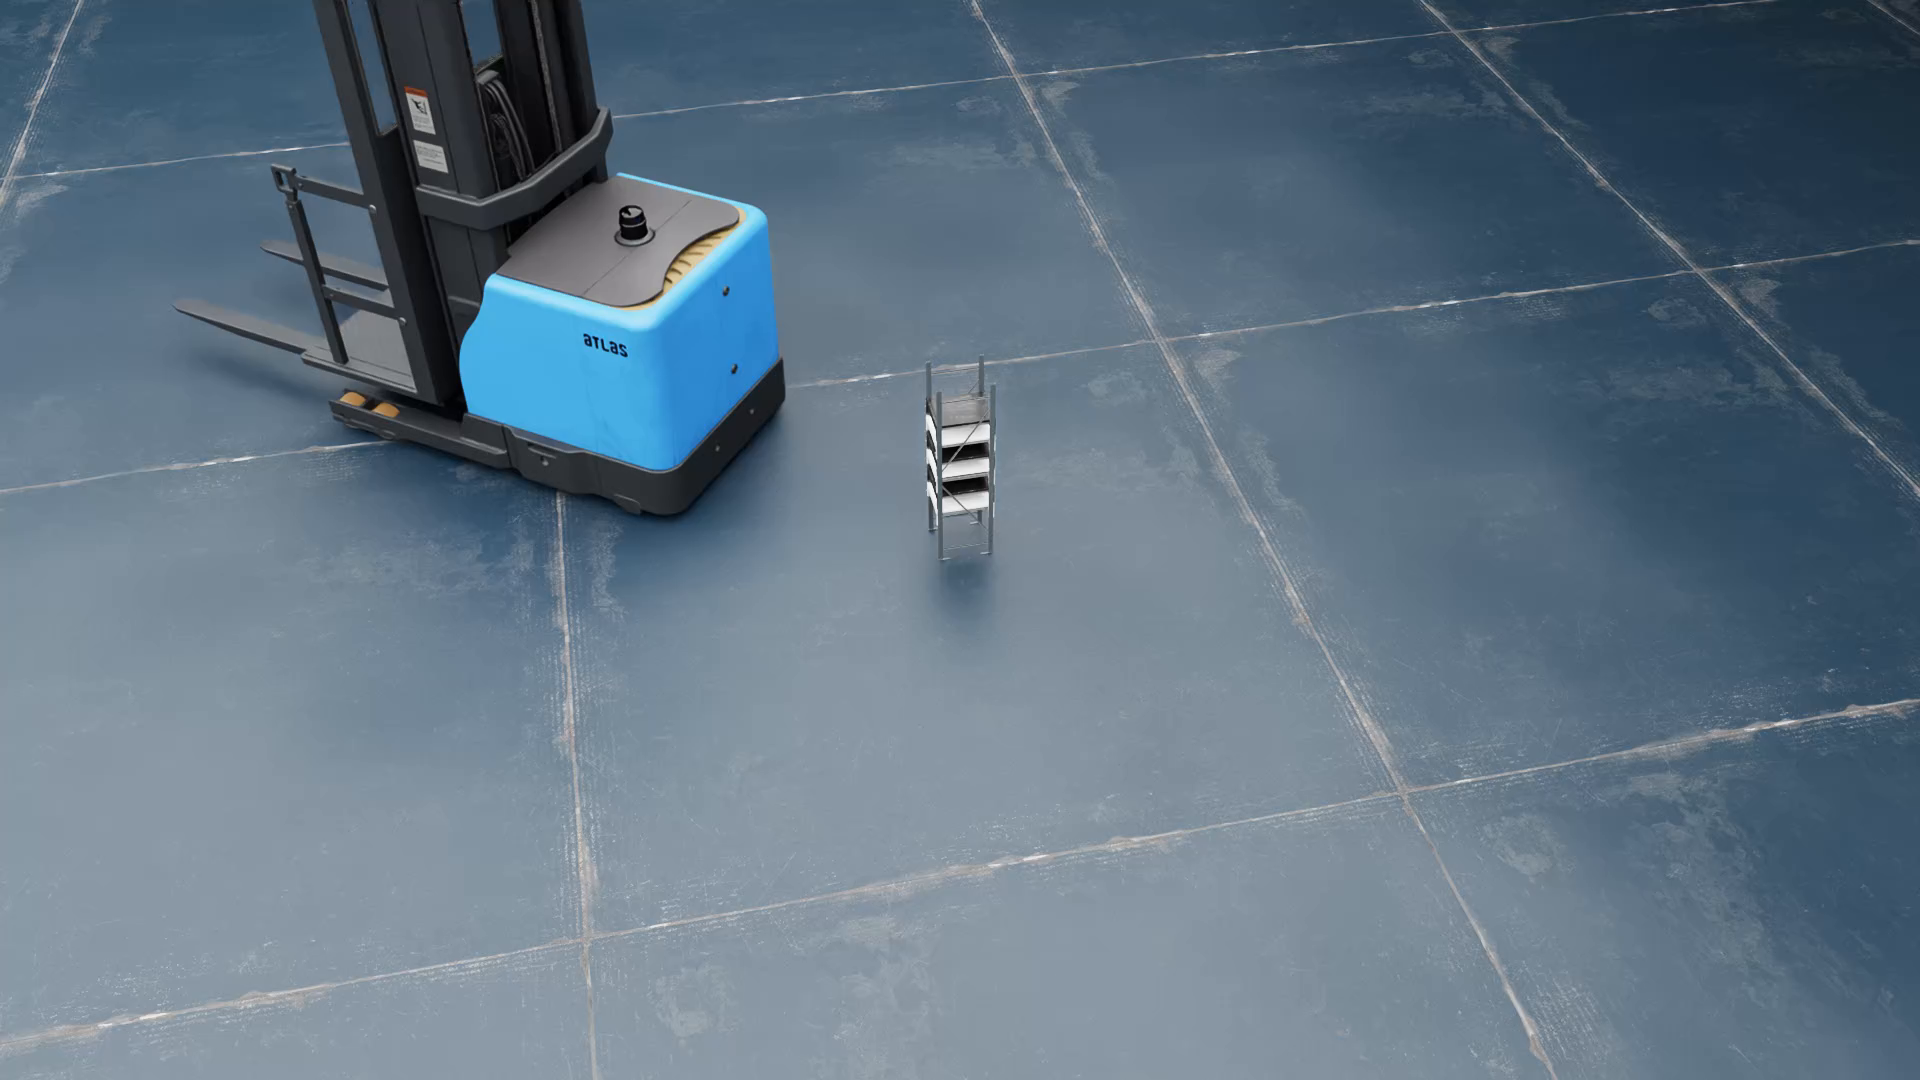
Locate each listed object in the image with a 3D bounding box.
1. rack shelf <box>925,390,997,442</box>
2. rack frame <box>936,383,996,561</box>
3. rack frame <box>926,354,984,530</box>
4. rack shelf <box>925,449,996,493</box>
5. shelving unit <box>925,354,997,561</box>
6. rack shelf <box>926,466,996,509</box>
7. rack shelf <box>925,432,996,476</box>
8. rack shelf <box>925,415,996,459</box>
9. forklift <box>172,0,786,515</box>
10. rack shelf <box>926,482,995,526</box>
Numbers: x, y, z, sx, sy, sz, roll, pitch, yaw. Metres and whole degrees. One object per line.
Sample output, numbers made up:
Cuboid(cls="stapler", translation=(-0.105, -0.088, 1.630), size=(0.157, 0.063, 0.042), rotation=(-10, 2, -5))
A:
Cuboid(cls="rack shelf", translation=(0.002, -0.508, 6.788), size=(0.258, 0.077, 0.200), rotation=(-8, 42, -9))
Cuboid(cls="rack frame", translation=(0.024, -0.265, 6.871), size=(0.240, 0.900, 0.006), rotation=(-8, 42, -9))
Cuboid(cls="rack frame", translation=(-0.020, -0.397, 7.020), size=(0.240, 0.900, 0.006), rotation=(-8, 42, -9))
Cuboid(cls="rack shelf", translation=(0.002, -0.306, 6.967), size=(0.258, 0.077, 0.200), rotation=(-8, 42, -9))
Cuboid(cls="shelving unit", translation=(0.002, -0.331, 6.945), size=(0.258, 0.900, 0.210), rotation=(-8, 42, -9))
Cuboid(cls="rack shelf", translation=(0.002, -0.239, 7.027), size=(0.258, 0.077, 0.200), rotation=(-8, 42, -9))
Cuboid(cls="rack shelf", translation=(0.002, -0.374, 6.908), size=(0.258, 0.077, 0.200), rotation=(-8, 42, -9))
Cuboid(cls="rack shelf", translation=(0.002, -0.441, 6.848), size=(0.258, 0.077, 0.200), rotation=(-8, 42, -9))
Cuboid(cls="forklift", translation=(-2.388, -1.868, 7.146), size=(3.031, 2.935, 1.130), rotation=(17, 44, 18))
Cuboid(cls="rack shelf", translation=(0.002, -0.172, 7.087), size=(0.258, 0.077, 0.200), rotation=(-8, 42, -9))
